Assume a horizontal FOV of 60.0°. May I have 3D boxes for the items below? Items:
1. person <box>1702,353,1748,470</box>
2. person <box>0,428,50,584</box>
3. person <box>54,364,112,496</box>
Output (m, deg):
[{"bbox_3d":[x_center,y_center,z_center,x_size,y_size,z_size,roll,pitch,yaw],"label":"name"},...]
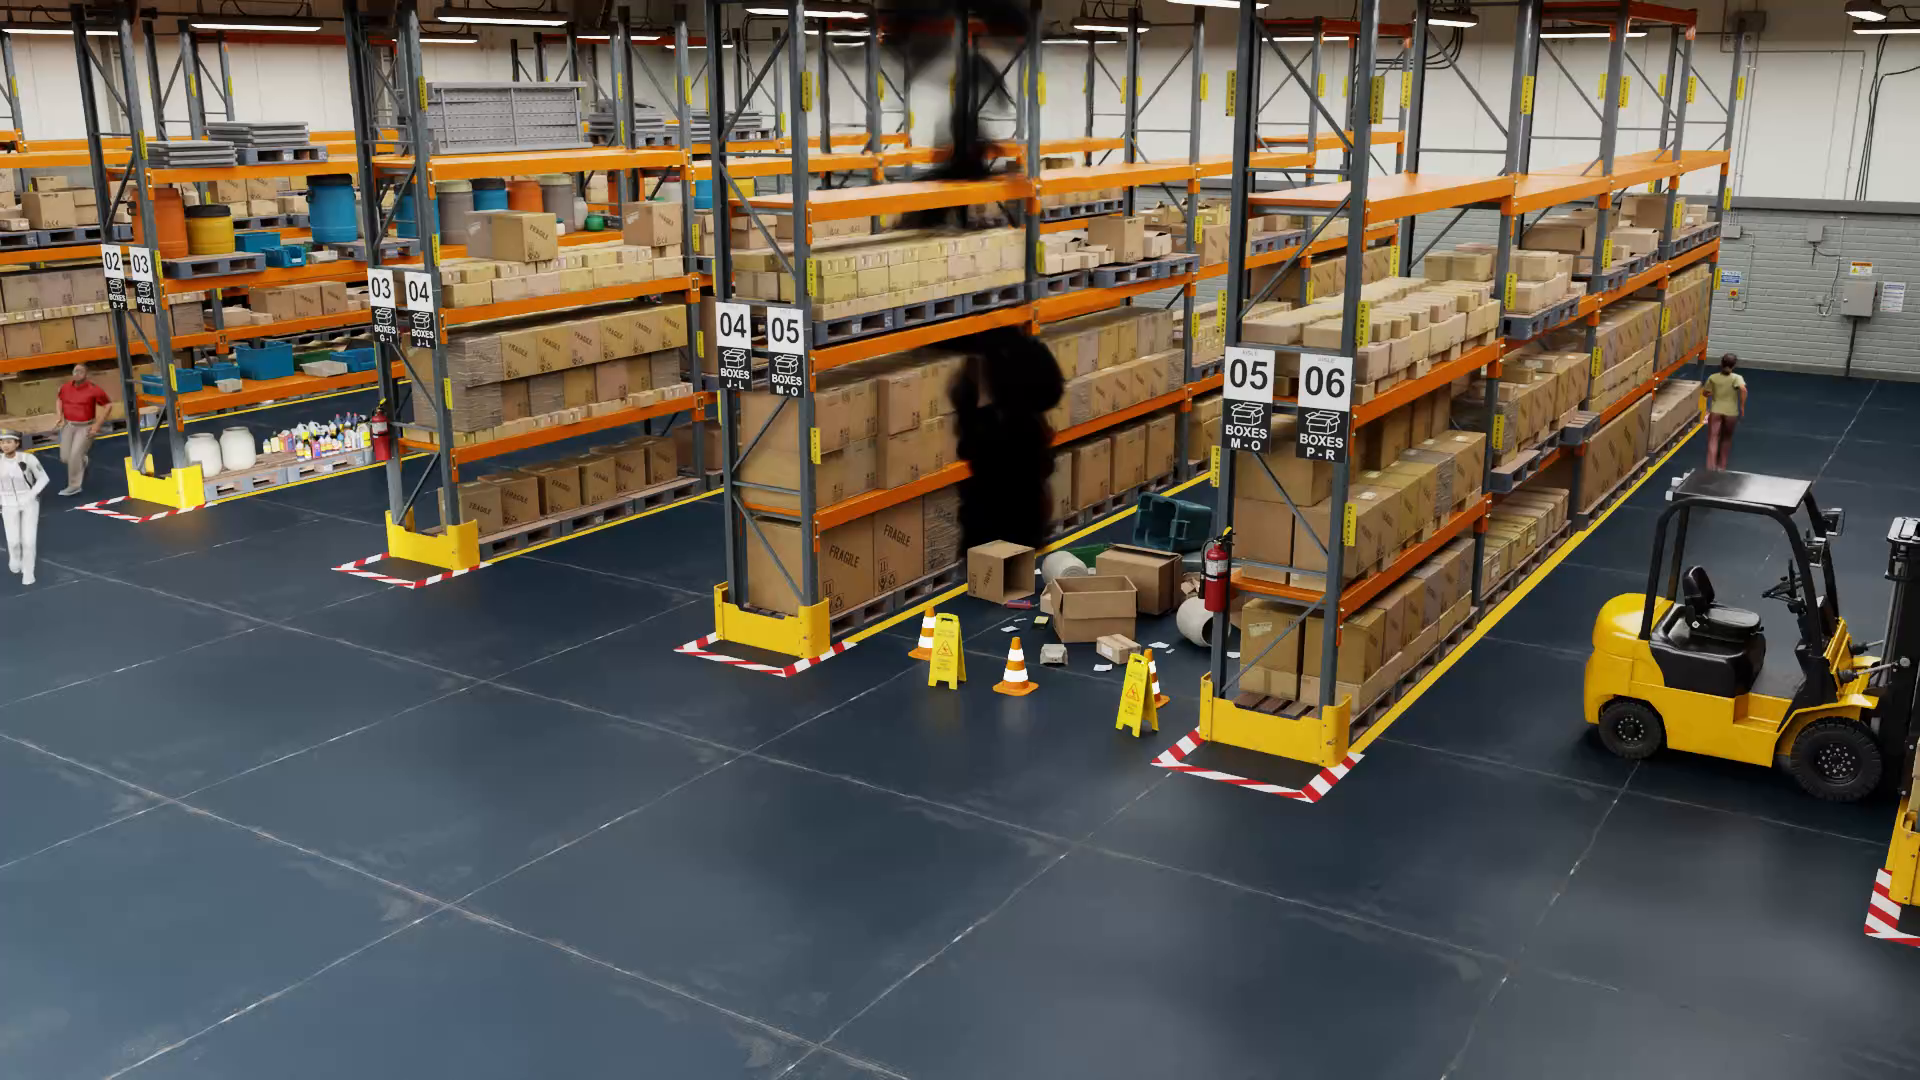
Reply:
[{"bbox_3d":[9.949,-1.578,21.734,0.546,1.715,0.844,7,17,25],"label":"person"},{"bbox_3d":[-9.866,-0.364,17.455,0.605,1.669,0.569,-7,17,-23],"label":"person"},{"bbox_3d":[-11.222,-1.434,21.293,0.705,1.655,0.667,1,16,3],"label":"person"}]
